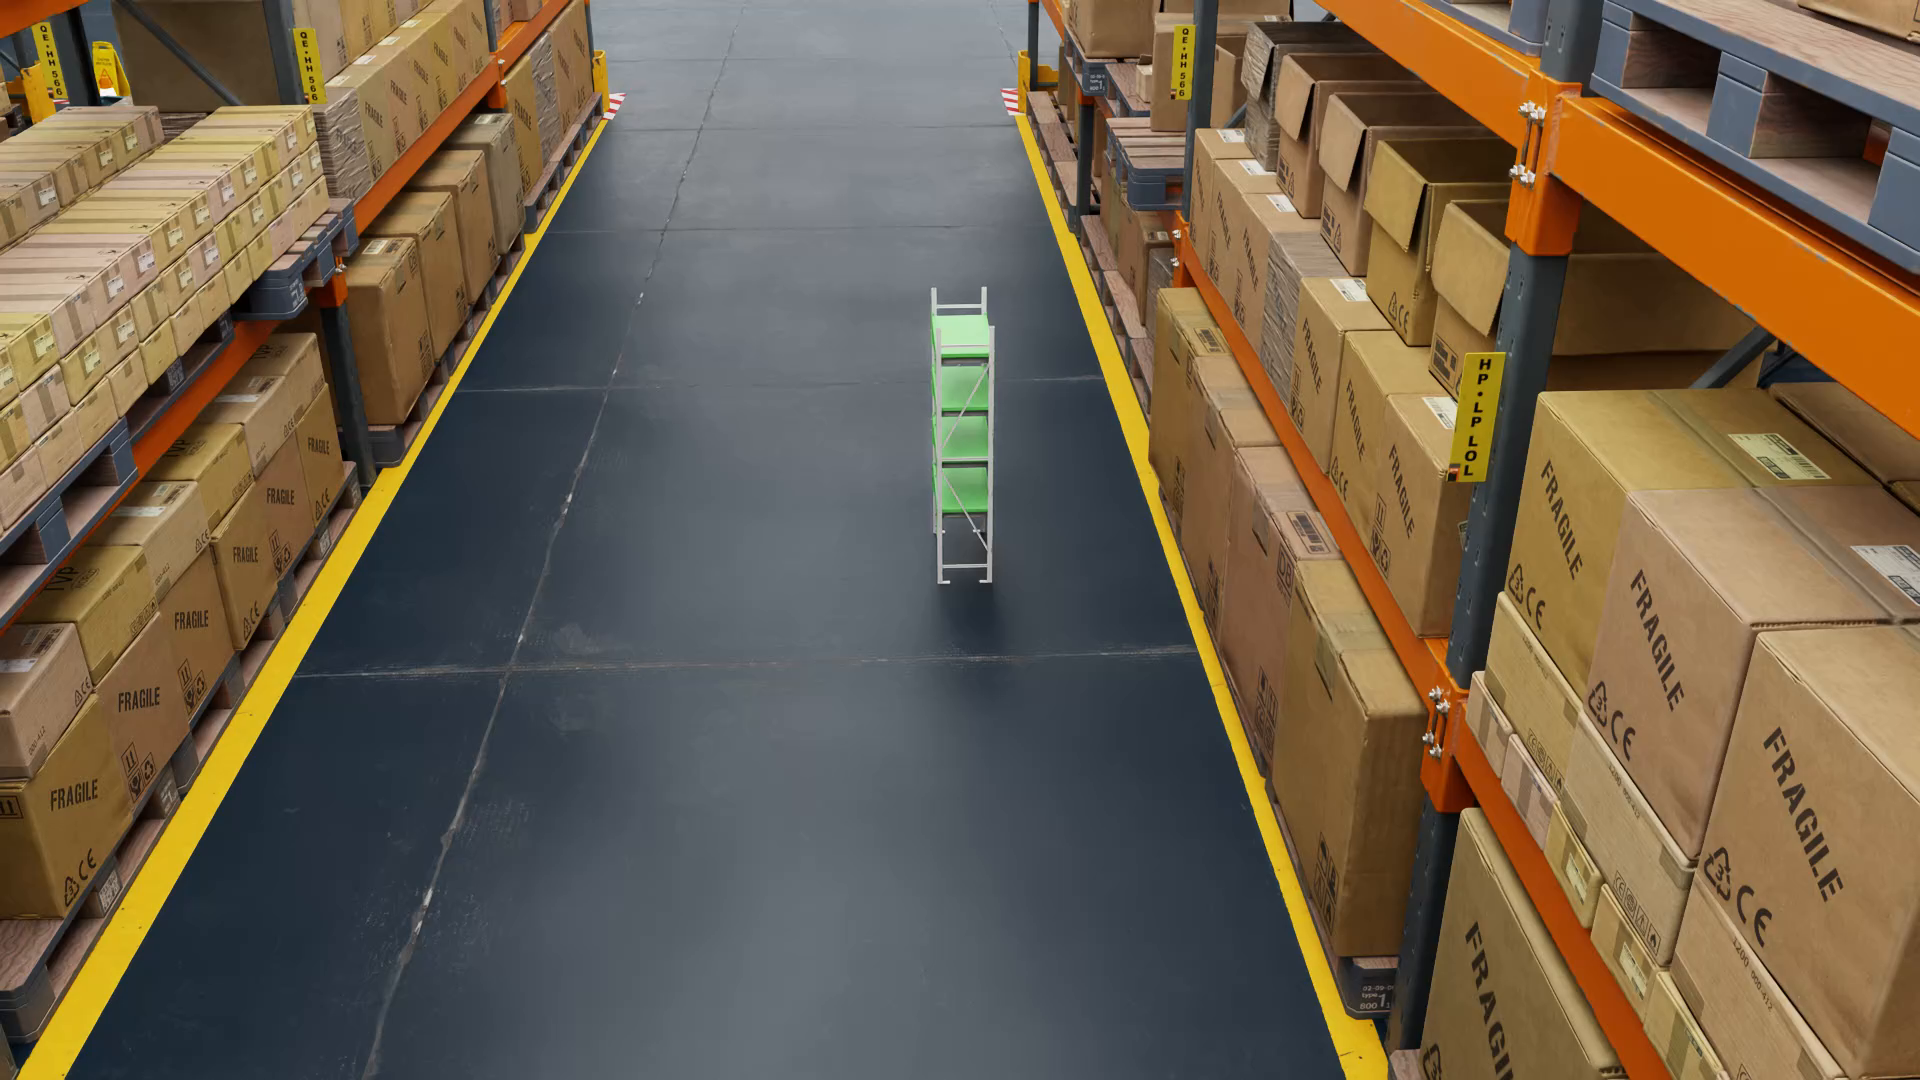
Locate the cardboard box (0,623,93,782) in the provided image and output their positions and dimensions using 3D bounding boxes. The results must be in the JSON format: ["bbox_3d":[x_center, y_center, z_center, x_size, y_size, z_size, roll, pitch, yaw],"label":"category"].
[{"bbox_3d":[-2.984,0.492,5.001,0.500,0.250,0.500,-3,28,-5],"label":"cardboard box"}]

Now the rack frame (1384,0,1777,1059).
[{"bbox_3d":[1.749,0.177,4.167,1.000,3.000,0.127,-1,28,-3],"label":"rack frame"}]

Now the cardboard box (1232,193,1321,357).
[{"bbox_3d":[1.354,-1.009,6.333,0.500,0.500,0.500,-2,28,-4],"label":"cardboard box"}]

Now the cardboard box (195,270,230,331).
[{"bbox_3d":[-2.872,-0.863,5.979,0.380,0.149,0.250,-1,28,-1],"label":"cardboard box"}]

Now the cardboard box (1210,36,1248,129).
[{"bbox_3d":[1.472,-2.149,8.065,0.500,0.500,0.500,-5,28,-9],"label":"cardboard box"}]

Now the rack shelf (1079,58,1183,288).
[{"bbox_3d":[1.436,-2.275,9.646,1.077,0.370,4.000,-1,28,-3],"label":"rack shelf"}]

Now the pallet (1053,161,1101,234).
[{"bbox_3d":[1.261,-2.591,12.489,1.003,0.211,1.213,-1,28,-3],"label":"pallet"}]

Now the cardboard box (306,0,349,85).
[{"bbox_3d":[-3.459,-2.526,8.160,0.700,0.500,0.500,-2,28,-3],"label":"cardboard box"}]

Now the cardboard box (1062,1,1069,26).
[{"bbox_3d":[0.946,-3.844,12.148,0.380,0.149,0.250,-1,28,-3],"label":"cardboard box"}]

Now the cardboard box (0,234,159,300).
[{"bbox_3d":[-2.839,-0.879,5.366,0.380,0.149,0.250,0,28,-1],"label":"cardboard box"}]

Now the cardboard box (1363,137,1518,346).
[{"bbox_3d":[1.683,-0.924,5.086,0.797,0.503,0.637,-1,28,-2],"label":"cardboard box"}]

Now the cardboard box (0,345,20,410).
[{"bbox_3d":[-2.791,-0.410,4.467,0.380,0.149,0.250,-1,28,-1],"label":"cardboard box"}]

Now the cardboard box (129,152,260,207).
[{"bbox_3d":[-2.892,-1.361,6.289,0.380,0.149,0.250,-1,28,-1],"label":"cardboard box"}]

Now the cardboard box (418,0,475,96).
[{"bbox_3d":[-3.306,-3.021,10.191,0.500,0.500,0.500,-2,28,-3],"label":"cardboard box"}]

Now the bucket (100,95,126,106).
[{"bbox_3d":[-5.936,-2.674,11.530,0.726,0.611,0.620,8,39,15],"label":"bucket"}]

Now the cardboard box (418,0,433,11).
[{"bbox_3d":[-3.566,-3.466,9.962,0.700,0.500,0.500,-2,28,-3],"label":"cardboard box"}]

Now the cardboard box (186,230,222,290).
[{"bbox_3d":[-2.868,-0.991,5.903,0.380,0.149,0.250,-1,28,-1],"label":"cardboard box"}]

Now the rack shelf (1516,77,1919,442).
[{"bbox_3d":[1.854,0.089,1.869,1.077,0.370,4.000,-1,28,-3],"label":"rack shelf"}]

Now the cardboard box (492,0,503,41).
[{"bbox_3d":[-3.658,-3.681,11.402,0.875,0.550,0.550,-1,28,-3],"label":"cardboard box"}]

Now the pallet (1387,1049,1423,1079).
[{"bbox_3d":[1.711,1.766,4.135,1.003,0.211,1.213,-1,28,-3],"label":"pallet"}]

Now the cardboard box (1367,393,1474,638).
[{"bbox_3d":[1.452,-0.077,4.546,0.500,0.500,0.500,-1,28,-2],"label":"cardboard box"}]

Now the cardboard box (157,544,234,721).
[{"bbox_3d":[-3.053,0.338,6.106,0.500,0.500,0.500,-1,28,-2],"label":"cardboard box"}]

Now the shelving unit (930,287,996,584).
[{"bbox_3d":[0.009,-0.456,7.326,0.258,1.200,0.503,-1,28,-3],"label":"shelving unit"}]

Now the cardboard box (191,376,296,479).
[{"bbox_3d":[-3.083,-0.465,6.837,0.500,0.250,0.500,-1,28,-2],"label":"cardboard box"}]

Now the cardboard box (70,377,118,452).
[{"bbox_3d":[-2.812,-0.377,5.047,0.380,0.149,0.250,-1,28,-2],"label":"cardboard box"}]

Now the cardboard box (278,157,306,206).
[{"bbox_3d":[-2.922,-1.464,6.809,0.380,0.149,0.250,0,28,-1],"label":"cardboard box"}]

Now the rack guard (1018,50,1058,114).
[{"bbox_3d":[1.127,-4.222,15.304,1.175,0.500,0.348,-1,28,-3],"label":"rack guard"}]

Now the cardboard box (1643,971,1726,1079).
[{"bbox_3d":[1.490,0.915,3.023,0.380,0.149,0.250,-2,28,-3],"label":"cardboard box"}]

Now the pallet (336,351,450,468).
[{"bbox_3d":[-3.384,-0.727,8.915,1.003,0.211,1.213,-1,28,-3],"label":"pallet"}]

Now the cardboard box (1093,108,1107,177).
[{"bbox_3d":[1.313,-3.046,12.595,0.500,0.500,0.500,7,28,14],"label":"cardboard box"}]

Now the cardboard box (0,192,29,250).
[{"bbox_3d":[-3.517,-1.111,5.811,0.380,0.149,0.250,-1,28,-1],"label":"cardboard box"}]

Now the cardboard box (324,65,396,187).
[{"bbox_3d":[-3.201,-2.090,8.406,0.500,0.500,0.500,-2,28,-3],"label":"cardboard box"}]

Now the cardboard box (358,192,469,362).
[{"bbox_3d":[-3.409,-1.473,9.310,1.050,0.750,0.750,-1,28,-2],"label":"cardboard box"}]

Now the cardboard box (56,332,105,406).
[{"bbox_3d":[-2.814,-0.509,4.978,0.380,0.149,0.250,-3,28,-5],"label":"cardboard box"}]

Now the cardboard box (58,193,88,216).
[{"bbox_3d":[-3.546,-1.211,6.324,0.380,0.149,0.250,-1,28,-2],"label":"cardboard box"}]

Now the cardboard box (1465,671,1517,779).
[{"bbox_3d":[1.433,0.433,3.948,0.380,0.149,0.250,-1,28,-3],"label":"cardboard box"}]

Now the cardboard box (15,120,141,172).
[{"bbox_3d":[-3.571,-1.594,6.736,0.380,0.149,0.250,-2,28,-4],"label":"cardboard box"}]

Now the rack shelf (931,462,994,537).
[{"bbox_3d":[0.009,-0.186,7.467,0.258,0.148,0.480,-1,28,-3],"label":"rack shelf"}]

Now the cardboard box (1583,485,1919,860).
[{"bbox_3d":[1.537,0.234,3.088,0.500,0.500,0.500,-1,28,-3],"label":"cardboard box"}]

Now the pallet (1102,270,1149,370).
[{"bbox_3d":[1.440,-1.357,10.124,1.003,0.211,1.213,-1,28,-3],"label":"pallet"}]

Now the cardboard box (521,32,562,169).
[{"bbox_3d":[-3.641,-3.397,12.863,0.875,0.875,0.875,-1,28,-2],"label":"cardboard box"}]

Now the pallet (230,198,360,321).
[{"bbox_3d":[-3.274,-1.186,6.987,1.213,0.211,1.003,-1,28,-3],"label":"pallet"}]

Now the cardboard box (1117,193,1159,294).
[{"bbox_3d":[1.378,-1.841,10.264,0.700,0.500,0.500,-4,28,-7],"label":"cardboard box"}]

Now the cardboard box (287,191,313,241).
[{"bbox_3d":[-2.922,-1.341,6.895,0.380,0.149,0.250,-1,28,-3],"label":"cardboard box"}]

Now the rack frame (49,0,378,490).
[{"bbox_3d":[-3.418,-1.597,7.569,1.000,3.000,0.127,-1,28,-3],"label":"rack frame"}]

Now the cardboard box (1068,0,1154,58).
[{"bbox_3d":[1.233,-3.600,10.305,1.000,1.000,1.000,-1,28,-2],"label":"cardboard box"}]

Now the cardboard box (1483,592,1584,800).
[{"bbox_3d":[1.512,0.335,3.705,0.500,0.250,0.500,-2,28,-4],"label":"cardboard box"}]

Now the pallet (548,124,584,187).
[{"bbox_3d":[-3.655,-3.126,13.515,1.003,0.211,1.213,-1,28,-3],"label":"pallet"}]

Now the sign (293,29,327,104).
[{"bbox_3d":[-2.877,-2.093,7.353,0.100,0.325,0.005,-1,28,-3],"label":"sign"}]

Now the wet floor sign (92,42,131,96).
[{"bbox_3d":[-7.715,-4.195,15.096,0.267,0.644,0.232,8,29,15],"label":"wet floor sign"}]

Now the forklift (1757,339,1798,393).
[{"bbox_3d":[3.819,-2.031,8.475,1.130,2.935,3.031,23,35,37],"label":"forklift"}]

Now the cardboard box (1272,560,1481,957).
[{"bbox_3d":[1.696,0.638,5.127,1.225,0.875,0.875,-1,28,-2],"label":"cardboard box"}]

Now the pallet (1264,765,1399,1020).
[{"bbox_3d":[1.634,1.059,5.492,1.003,0.211,1.213,-1,28,-3],"label":"pallet"}]
